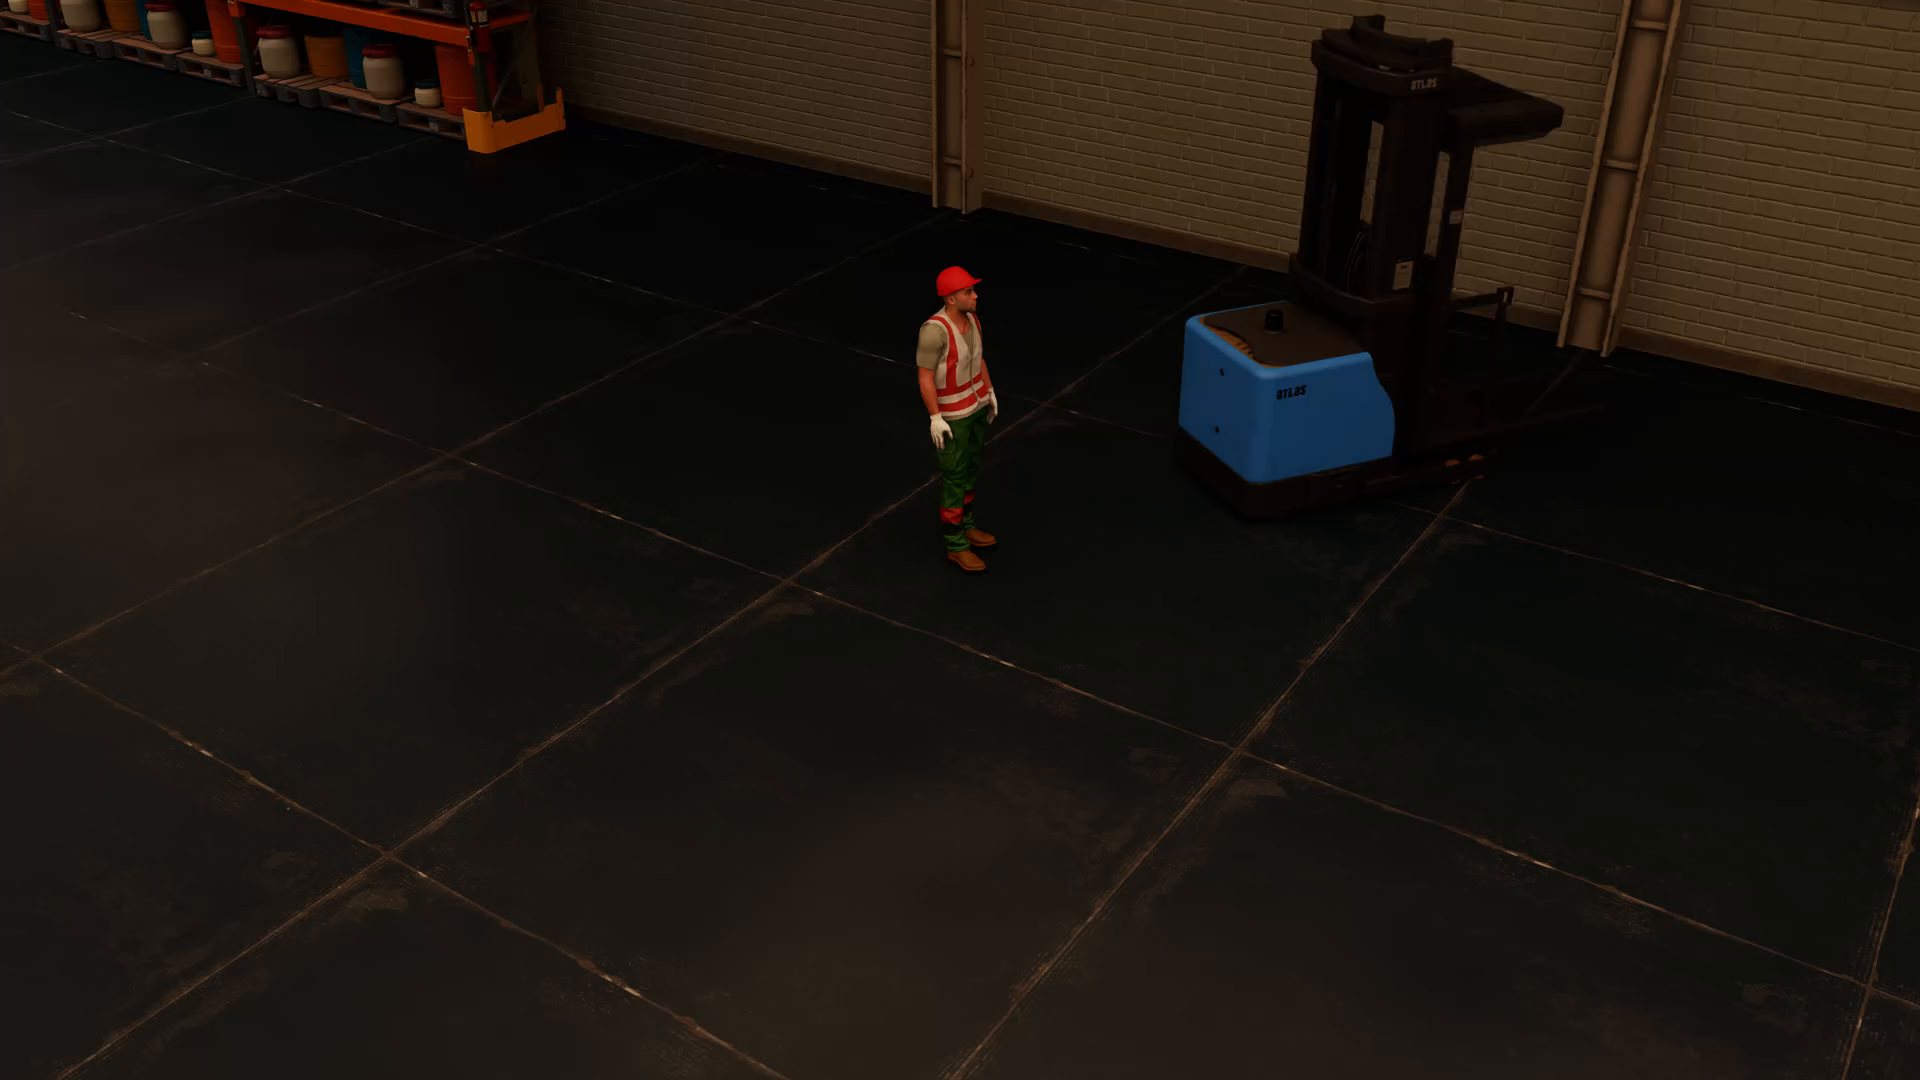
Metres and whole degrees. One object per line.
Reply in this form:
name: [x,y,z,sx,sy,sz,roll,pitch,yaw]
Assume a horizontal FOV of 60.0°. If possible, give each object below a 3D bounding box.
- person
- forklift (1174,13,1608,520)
person: [0.061,-0.752,10.001,0.562,1.789,0.638,19,35,29]
forklift: [3.026,-1.869,10.800,3.031,2.935,1.130,-12,32,-20]
